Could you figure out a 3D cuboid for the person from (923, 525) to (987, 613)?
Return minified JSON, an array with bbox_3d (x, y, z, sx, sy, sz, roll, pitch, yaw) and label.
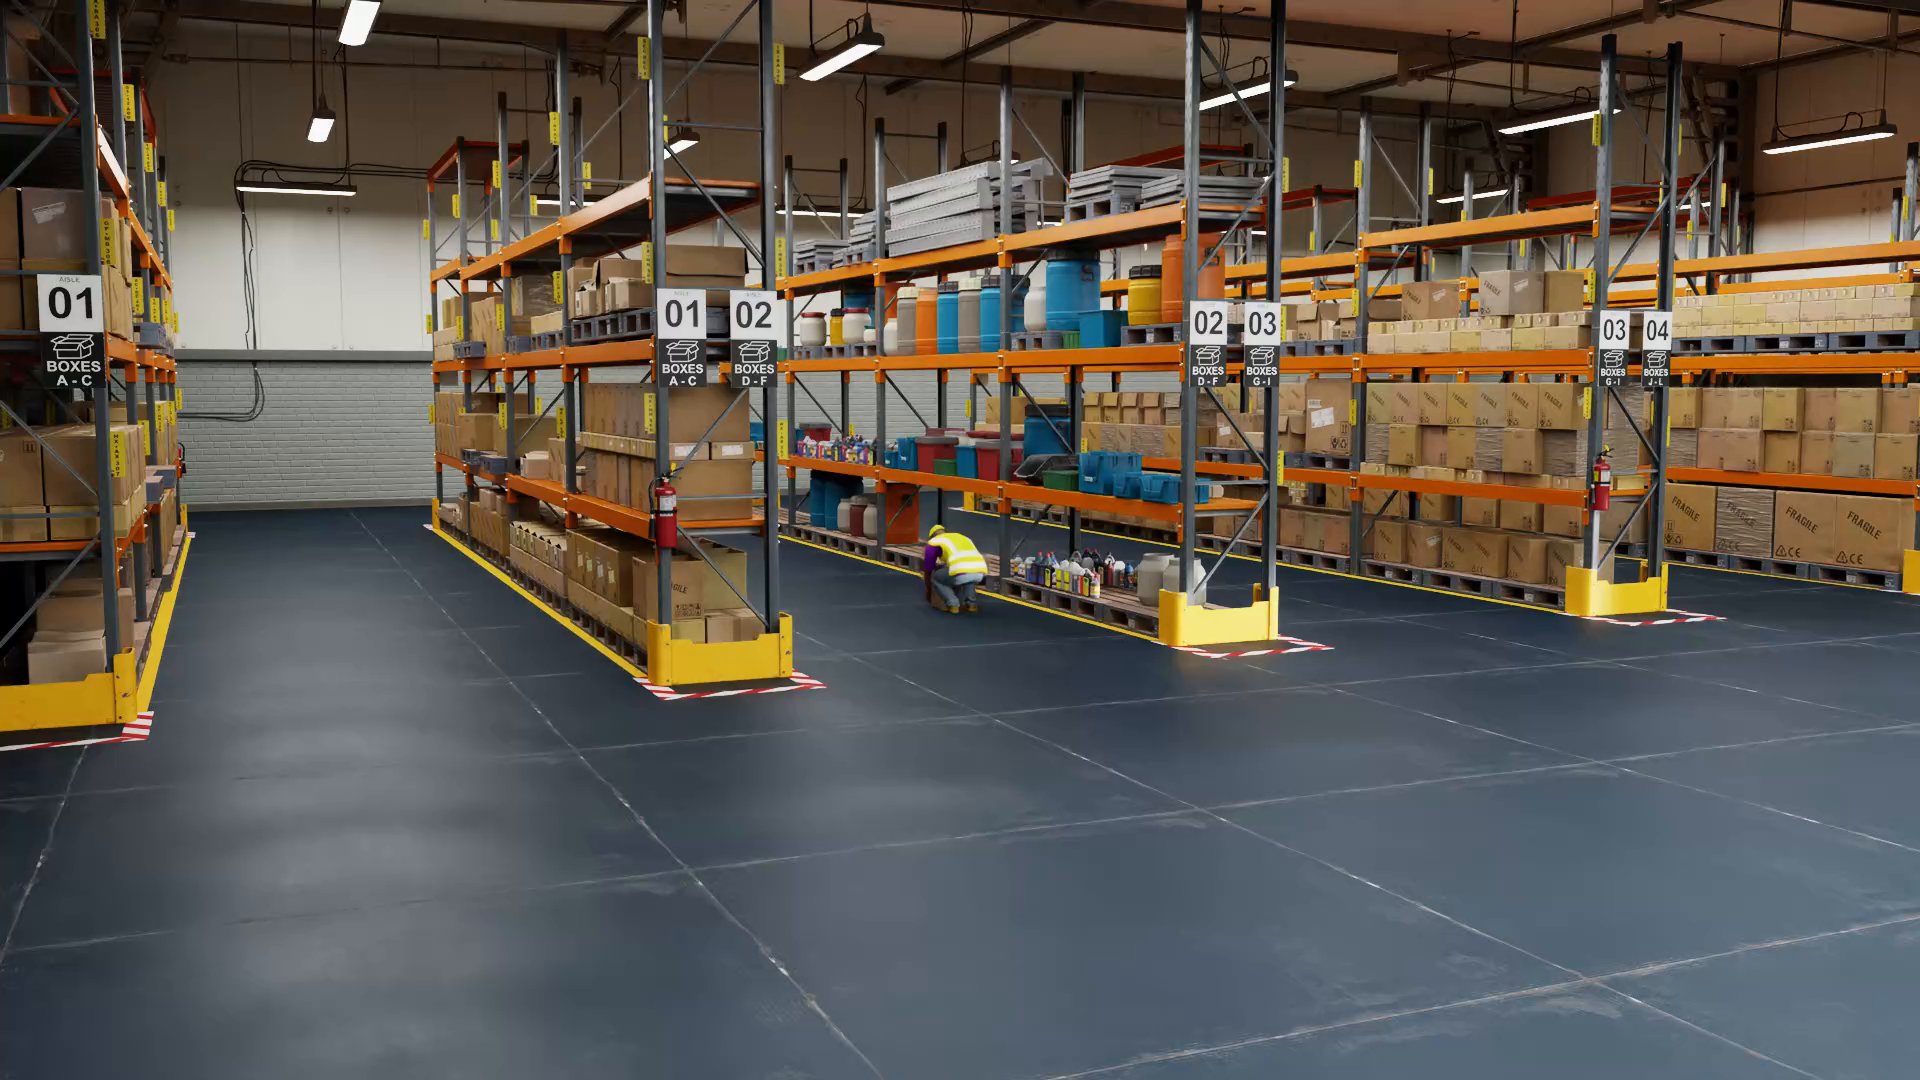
[{"bbox_3d":[-0.083,0.312,17.982,0.561,0.902,0.896,-2,6,-23],"label":"person"}]
